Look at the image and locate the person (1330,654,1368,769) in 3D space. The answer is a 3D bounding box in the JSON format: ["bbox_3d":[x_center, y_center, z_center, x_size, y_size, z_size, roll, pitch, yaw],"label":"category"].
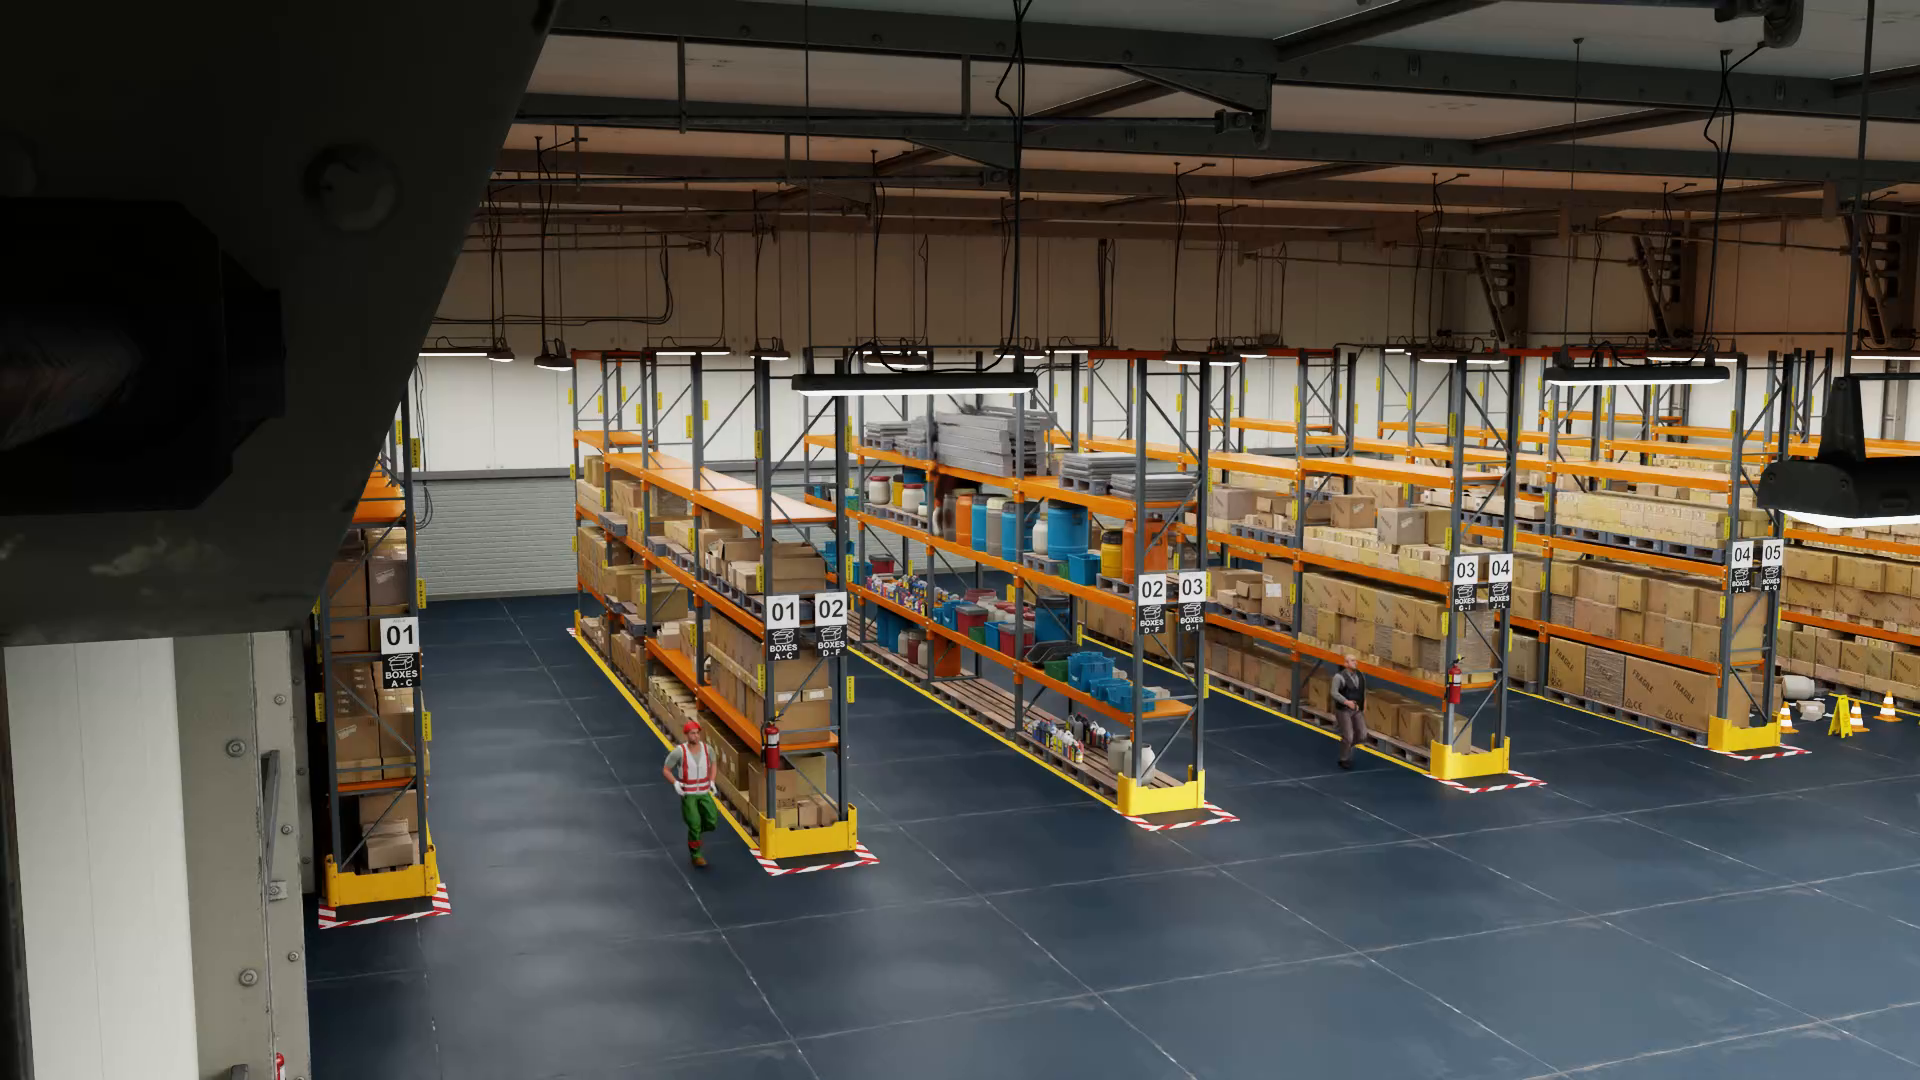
[{"bbox_3d":[5.706,2.493,24.226,0.689,1.683,0.592,-3,8,-24],"label":"person"}]

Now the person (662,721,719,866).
[{"bbox_3d":[-3.210,3.013,19.903,0.685,1.735,0.582,-4,8,-31],"label":"person"}]

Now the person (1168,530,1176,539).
[{"bbox_3d":[5.005,0.387,40.837,0.957,1.803,0.723,-4,8,-27],"label":"person"}]
